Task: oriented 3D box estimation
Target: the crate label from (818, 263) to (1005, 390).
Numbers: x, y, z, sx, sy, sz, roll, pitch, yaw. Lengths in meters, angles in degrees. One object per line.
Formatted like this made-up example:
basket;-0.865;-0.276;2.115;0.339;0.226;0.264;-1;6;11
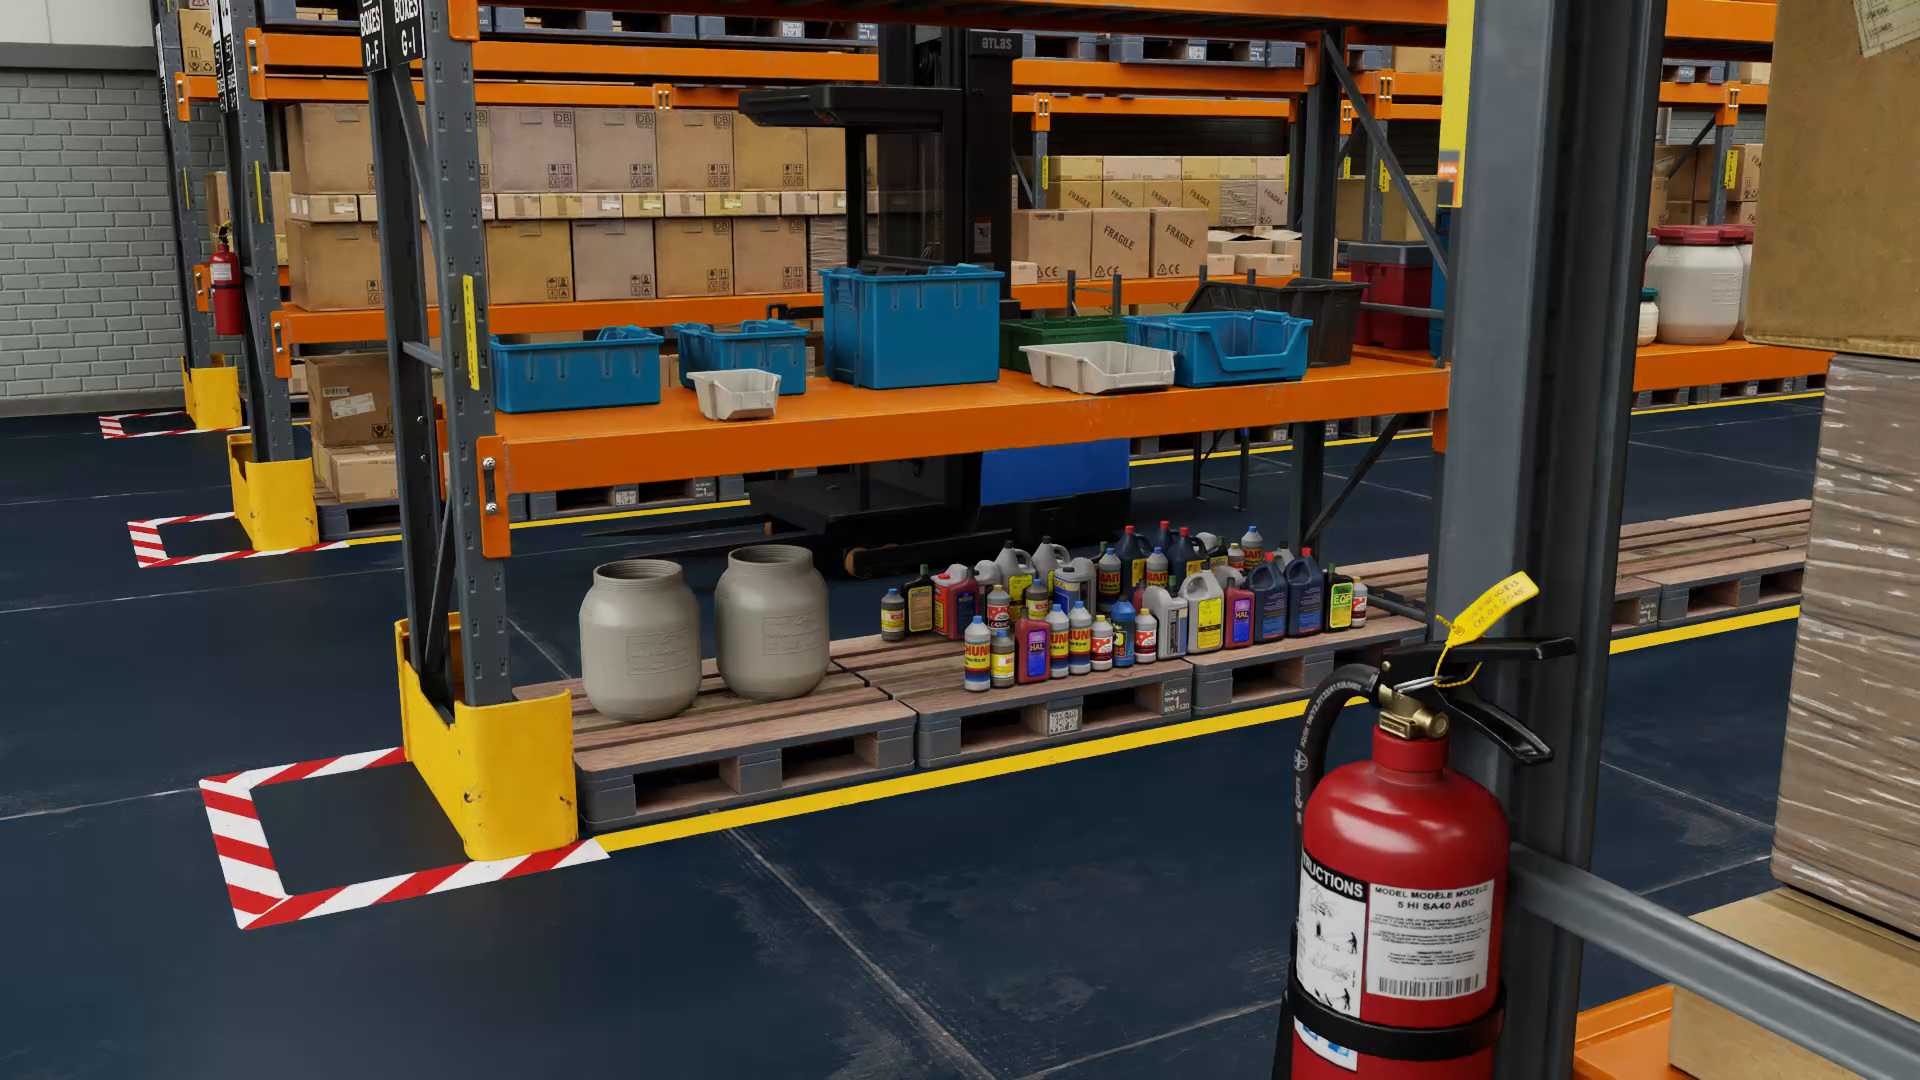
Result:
crate label;-0.190;-0.835;6.407;0.616;0.435;0.502;-7;14;-28

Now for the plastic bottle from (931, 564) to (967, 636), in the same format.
plastic bottle;-0.040;0.243;6.898;0.135;0.276;0.152;-7;14;-27

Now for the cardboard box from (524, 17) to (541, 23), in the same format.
cardboard box;-3.700;-4.747;14.487;0.500;0.500;0.500;-6;14;-25

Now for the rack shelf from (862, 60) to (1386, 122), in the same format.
rack shelf;1.220;-3.271;12.117;4.000;0.370;1.077;-7;14;-28

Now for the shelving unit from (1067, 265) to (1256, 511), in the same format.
shelving unit;1.221;-0.902;10.201;1.048;1.500;0.538;-8;15;-31

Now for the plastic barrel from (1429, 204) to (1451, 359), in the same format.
plastic barrel;2.319;-1.220;7.055;0.708;0.901;0.600;-7;14;-28

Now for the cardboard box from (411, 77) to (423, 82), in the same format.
cardboard box;-4.607;-4.156;14.138;0.500;0.500;0.500;-6;14;-24

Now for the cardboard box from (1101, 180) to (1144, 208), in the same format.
cardboard box;1.612;-3.582;17.741;0.500;0.500;0.500;-6;14;-26

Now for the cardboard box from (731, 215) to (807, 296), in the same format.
cardboard box;-1.381;-1.892;10.956;0.500;0.500;0.700;-7;14;-28

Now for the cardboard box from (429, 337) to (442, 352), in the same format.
cardboard box;-4.604;-1.659;14.842;0.500;0.500;0.700;-8;15;-31

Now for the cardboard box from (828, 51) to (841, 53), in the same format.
cardboard box;-1.311;-4.791;16.050;0.500;0.500;0.500;-7;15;-30

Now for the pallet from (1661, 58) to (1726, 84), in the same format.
pallet;5.881;-4.106;14.619;1.003;0.211;1.213;-7;14;-28

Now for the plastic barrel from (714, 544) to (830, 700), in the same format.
plastic barrel;-0.695;0.300;6.154;0.421;0.512;0.421;0;13;0

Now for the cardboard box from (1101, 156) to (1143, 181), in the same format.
cardboard box;1.592;-3.947;17.658;0.500;0.250;0.500;-7;14;-29

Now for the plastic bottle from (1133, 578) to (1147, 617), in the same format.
plastic bottle;0.760;0.291;6.669;0.133;0.283;0.061;-7;14;-28

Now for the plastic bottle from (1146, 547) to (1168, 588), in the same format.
plastic bottle;0.858;0.167;7.247;0.097;0.271;0.097;0;13;0

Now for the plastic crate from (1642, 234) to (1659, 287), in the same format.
plastic crate;3.781;-1.334;8.558;0.583;0.464;0.402;-7;14;-28

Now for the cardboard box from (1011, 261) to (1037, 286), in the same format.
cardboard box;0.341;-1.879;11.699;0.250;0.149;0.380;-7;14;-28

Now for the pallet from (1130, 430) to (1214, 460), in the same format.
pallet;1.165;-0.802;12.690;1.213;0.211;1.003;-7;14;-28

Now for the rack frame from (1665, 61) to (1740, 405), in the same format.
rack frame;6.487;-2.789;15.172;0.127;3.000;1.000;-7;14;-28

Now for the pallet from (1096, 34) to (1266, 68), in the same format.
pallet;1.443;-3.533;12.074;1.213;0.211;1.003;-6;14;-25

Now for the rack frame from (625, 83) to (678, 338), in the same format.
rack frame;-2.912;-2.902;15.673;0.127;3.000;1.000;-7;14;-28

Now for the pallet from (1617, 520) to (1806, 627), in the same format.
pallet;3.578;0.148;8.470;1.213;0.211;1.003;-7;14;-28

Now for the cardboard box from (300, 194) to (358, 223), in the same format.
cardboard box;-3.598;-1.892;9.479;0.250;0.149;0.380;-7;14;-28

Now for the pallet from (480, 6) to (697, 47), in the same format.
pallet;-2.341;-3.146;10.125;1.213;0.211;1.003;-7;14;-28

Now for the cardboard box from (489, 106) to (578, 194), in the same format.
cardboard box;-2.683;-2.370;10.128;0.500;0.500;0.700;-7;14;-28

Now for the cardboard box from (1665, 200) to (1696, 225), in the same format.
cardboard box;6.803;-2.940;15.614;0.500;0.500;0.500;-7;14;-27

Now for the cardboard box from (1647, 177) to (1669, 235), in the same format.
cardboard box;5.964;-3.036;15.085;0.700;0.500;0.500;11;17;41

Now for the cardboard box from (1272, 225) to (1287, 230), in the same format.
cardboard box;3.490;-3.491;18.816;0.250;0.149;0.380;-6;14;-26

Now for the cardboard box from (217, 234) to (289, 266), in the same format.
cardboard box;-5.842;-2.408;13.773;0.500;0.250;0.500;-7;15;-29

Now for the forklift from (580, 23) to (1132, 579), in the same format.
forklift;-0.536;-1.358;8.967;3.031;2.935;1.130;-8;15;-31

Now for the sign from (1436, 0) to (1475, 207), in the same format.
sign;0.449;-0.446;1.401;0.005;0.325;0.100;-7;14;-28

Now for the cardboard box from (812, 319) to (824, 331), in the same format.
cardboard box;-1.377;-2.088;16.745;0.500;0.500;0.700;-7;14;-27

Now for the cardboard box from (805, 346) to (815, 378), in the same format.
cardboard box;-1.282;-1.036;10.978;0.500;0.500;0.500;-7;14;-28

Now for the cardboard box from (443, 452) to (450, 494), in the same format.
cardboard box;-3.032;-0.457;10.115;0.500;0.250;0.500;-7;14;-28

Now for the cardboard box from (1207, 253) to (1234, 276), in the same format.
cardboard box;1.883;-2.101;12.685;0.250;0.149;0.380;-6;14;-24

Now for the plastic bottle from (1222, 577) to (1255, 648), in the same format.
plastic bottle;1.116;0.286;6.689;0.133;0.283;0.061;-6;14;-24

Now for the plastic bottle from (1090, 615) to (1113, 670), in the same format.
plastic bottle;0.540;0.391;6.412;0.097;0.201;0.097;0;13;0

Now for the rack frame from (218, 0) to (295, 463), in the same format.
rack frame;-4.046;-1.527;9.562;0.127;3.000;1.000;-7;14;-28

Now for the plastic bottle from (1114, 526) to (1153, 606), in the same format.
plastic bottle;0.762;0.110;7.321;0.185;0.351;0.144;-8;15;-30

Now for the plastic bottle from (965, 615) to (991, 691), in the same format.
plastic bottle;0.065;0.414;6.151;0.097;0.271;0.097;0;13;0

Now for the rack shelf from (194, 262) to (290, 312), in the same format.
rack shelf;-4.667;-2.341;14.817;4.000;0.370;1.077;-7;14;-28

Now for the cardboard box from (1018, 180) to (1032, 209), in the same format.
cardboard box;0.887;-3.627;17.943;0.500;0.500;0.500;-7;14;-28

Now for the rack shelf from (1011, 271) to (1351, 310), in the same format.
rack shelf;1.220;-1.807;12.446;4.000;0.370;1.077;-7;14;-28

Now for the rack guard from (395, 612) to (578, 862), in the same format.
rack guard;-1.632;0.630;5.669;0.348;0.500;1.175;-7;14;-28

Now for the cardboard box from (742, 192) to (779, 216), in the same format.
cardboard box;-1.348;-2.162;10.677;0.250;0.149;0.380;-7;14;-28

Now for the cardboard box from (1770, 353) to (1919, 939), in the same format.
cardboard box;1.193;0.136;1.268;0.500;0.500;0.875;-7;14;-28

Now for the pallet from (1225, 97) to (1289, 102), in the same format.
pallet;3.329;-5.008;18.633;1.217;0.209;0.805;-8;15;-30

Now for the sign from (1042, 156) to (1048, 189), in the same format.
sign;0.867;-3.746;16.964;0.005;0.325;0.100;-7;14;-28

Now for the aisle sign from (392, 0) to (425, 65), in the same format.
aisle sign;-1.599;-1.776;4.749;0.004;0.787;0.394;-7;14;-28

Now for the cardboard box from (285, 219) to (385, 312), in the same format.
cardboard box;-3.630;-1.622;9.759;0.500;0.500;0.700;-7;14;-28

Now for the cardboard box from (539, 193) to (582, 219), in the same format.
cardboard box;-2.469;-2.028;10.083;0.250;0.149;0.380;-7;14;-29
